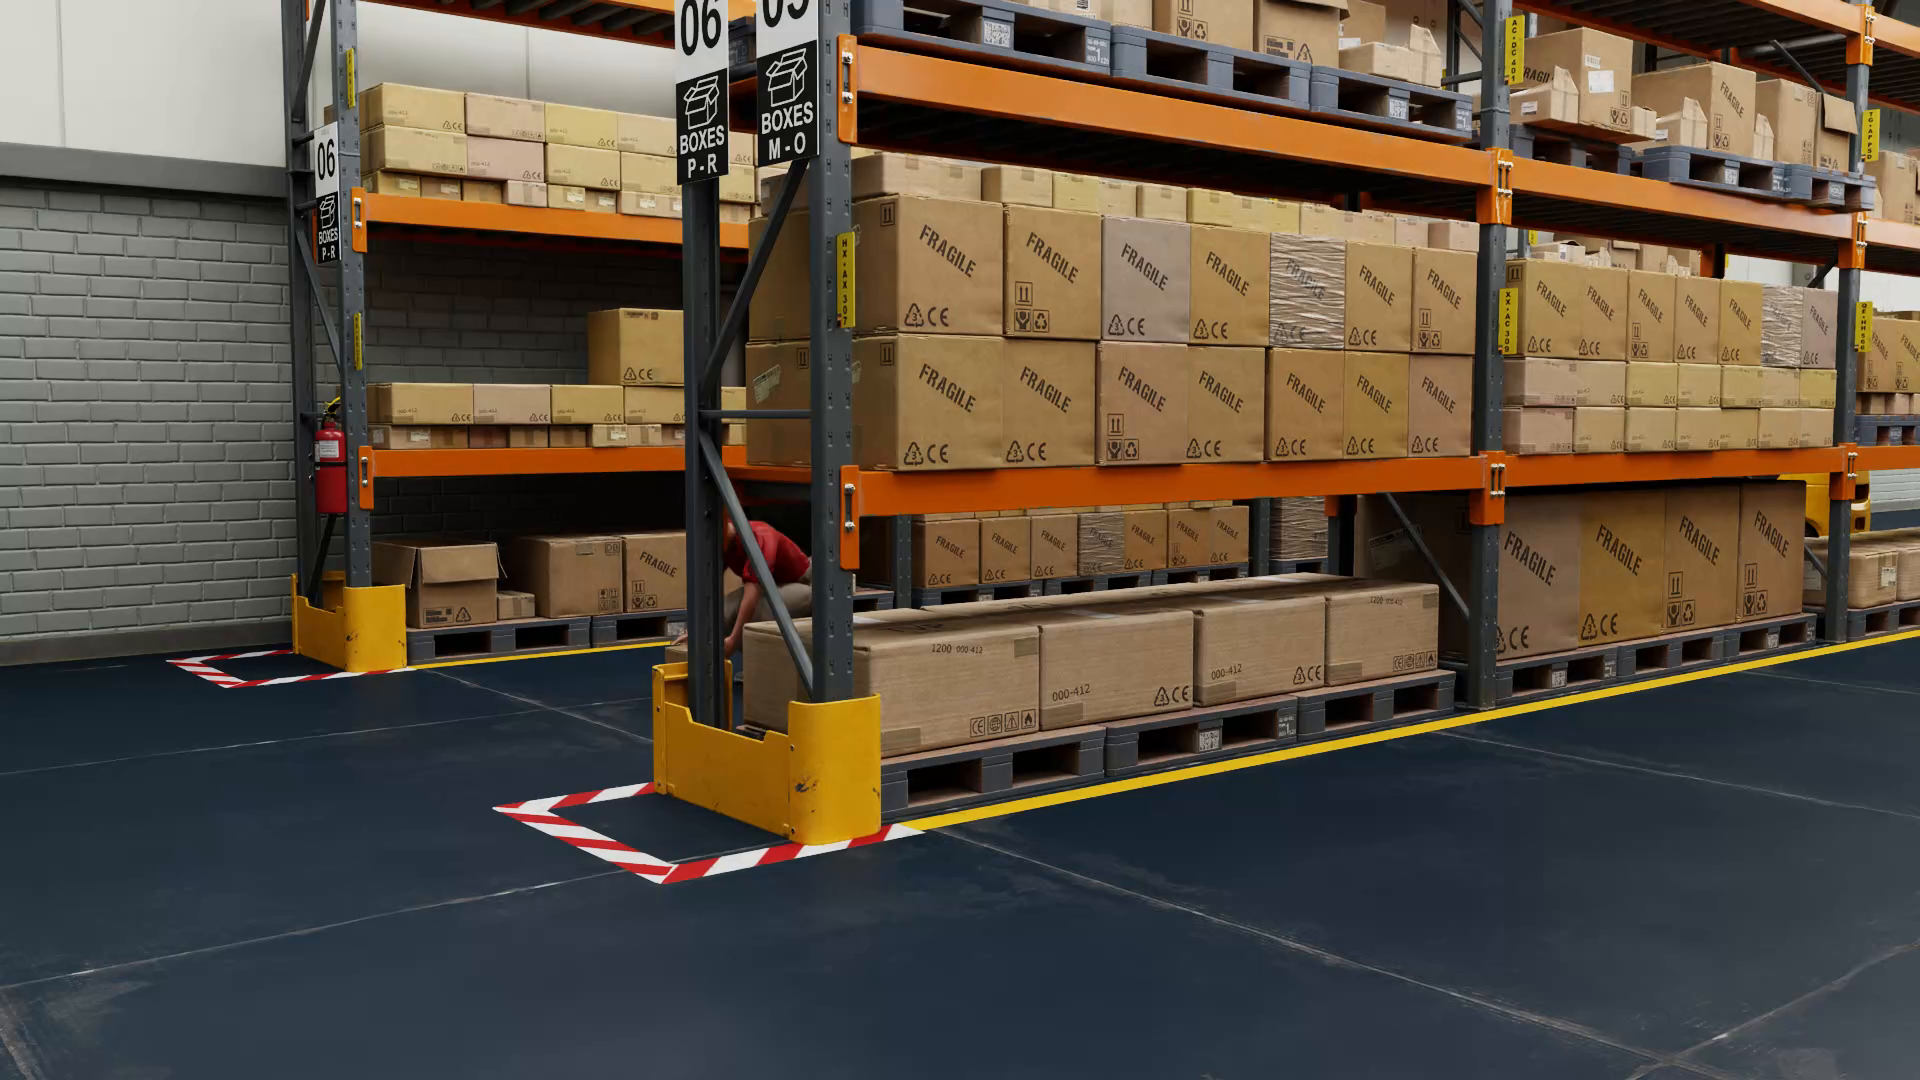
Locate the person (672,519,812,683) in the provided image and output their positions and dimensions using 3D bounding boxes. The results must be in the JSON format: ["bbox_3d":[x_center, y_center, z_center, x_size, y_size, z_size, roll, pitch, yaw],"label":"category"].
[{"bbox_3d":[-1.118,0.319,9.208,0.866,1.007,0.570,-3,5,-39],"label":"person"}]
